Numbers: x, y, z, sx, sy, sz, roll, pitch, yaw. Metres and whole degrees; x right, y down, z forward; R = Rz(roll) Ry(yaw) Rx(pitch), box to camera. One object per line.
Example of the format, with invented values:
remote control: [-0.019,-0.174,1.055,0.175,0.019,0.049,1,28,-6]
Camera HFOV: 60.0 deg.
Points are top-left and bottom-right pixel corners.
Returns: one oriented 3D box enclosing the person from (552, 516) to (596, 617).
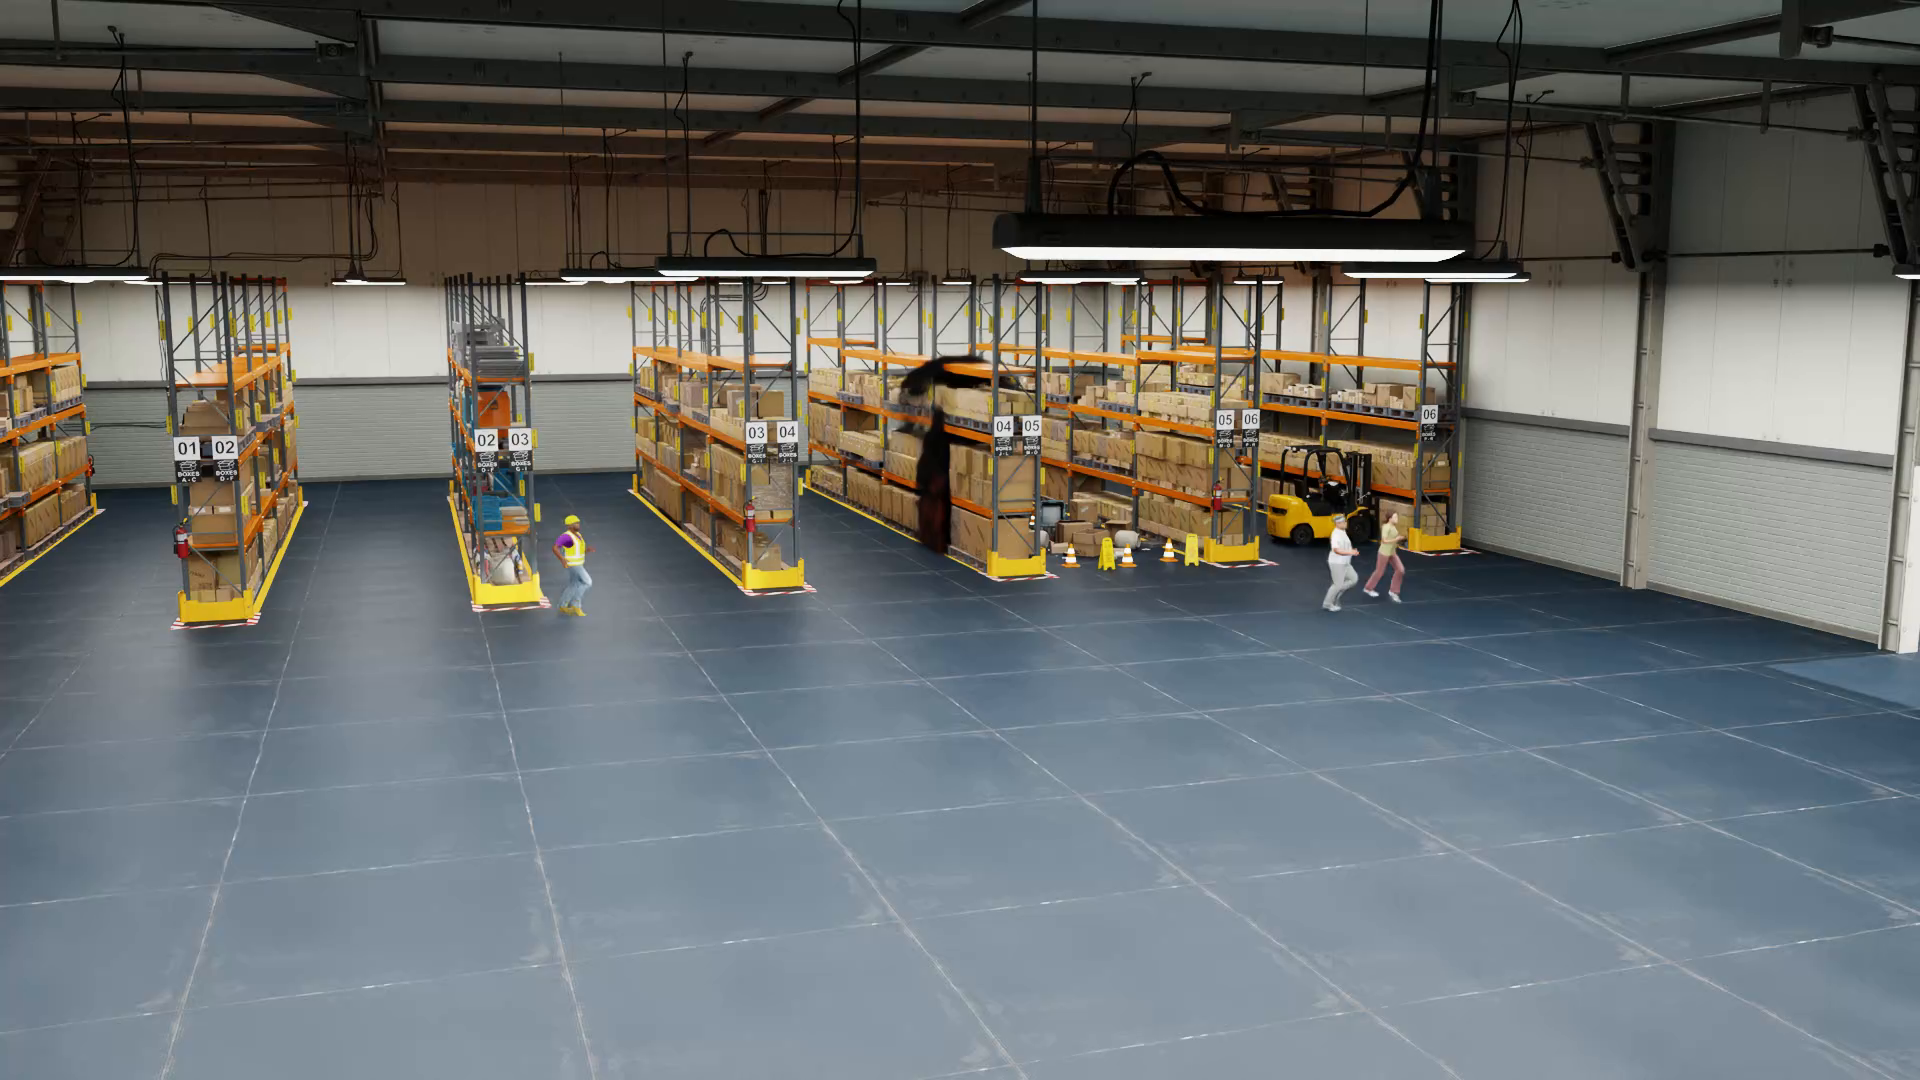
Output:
person: [-6.749,0.463,29.212,0.727,1.798,0.671,0,9,2]

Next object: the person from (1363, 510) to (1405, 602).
person: [7.822,0.301,30.635,0.795,1.727,0.547,8,12,42]

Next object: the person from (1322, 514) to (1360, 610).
person: [6.816,0.390,29.653,0.636,1.742,0.640,4,10,27]

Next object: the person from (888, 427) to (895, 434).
person: [-1.922,-2.319,47.468,0.656,1.792,0.981,-3,9,-22]
